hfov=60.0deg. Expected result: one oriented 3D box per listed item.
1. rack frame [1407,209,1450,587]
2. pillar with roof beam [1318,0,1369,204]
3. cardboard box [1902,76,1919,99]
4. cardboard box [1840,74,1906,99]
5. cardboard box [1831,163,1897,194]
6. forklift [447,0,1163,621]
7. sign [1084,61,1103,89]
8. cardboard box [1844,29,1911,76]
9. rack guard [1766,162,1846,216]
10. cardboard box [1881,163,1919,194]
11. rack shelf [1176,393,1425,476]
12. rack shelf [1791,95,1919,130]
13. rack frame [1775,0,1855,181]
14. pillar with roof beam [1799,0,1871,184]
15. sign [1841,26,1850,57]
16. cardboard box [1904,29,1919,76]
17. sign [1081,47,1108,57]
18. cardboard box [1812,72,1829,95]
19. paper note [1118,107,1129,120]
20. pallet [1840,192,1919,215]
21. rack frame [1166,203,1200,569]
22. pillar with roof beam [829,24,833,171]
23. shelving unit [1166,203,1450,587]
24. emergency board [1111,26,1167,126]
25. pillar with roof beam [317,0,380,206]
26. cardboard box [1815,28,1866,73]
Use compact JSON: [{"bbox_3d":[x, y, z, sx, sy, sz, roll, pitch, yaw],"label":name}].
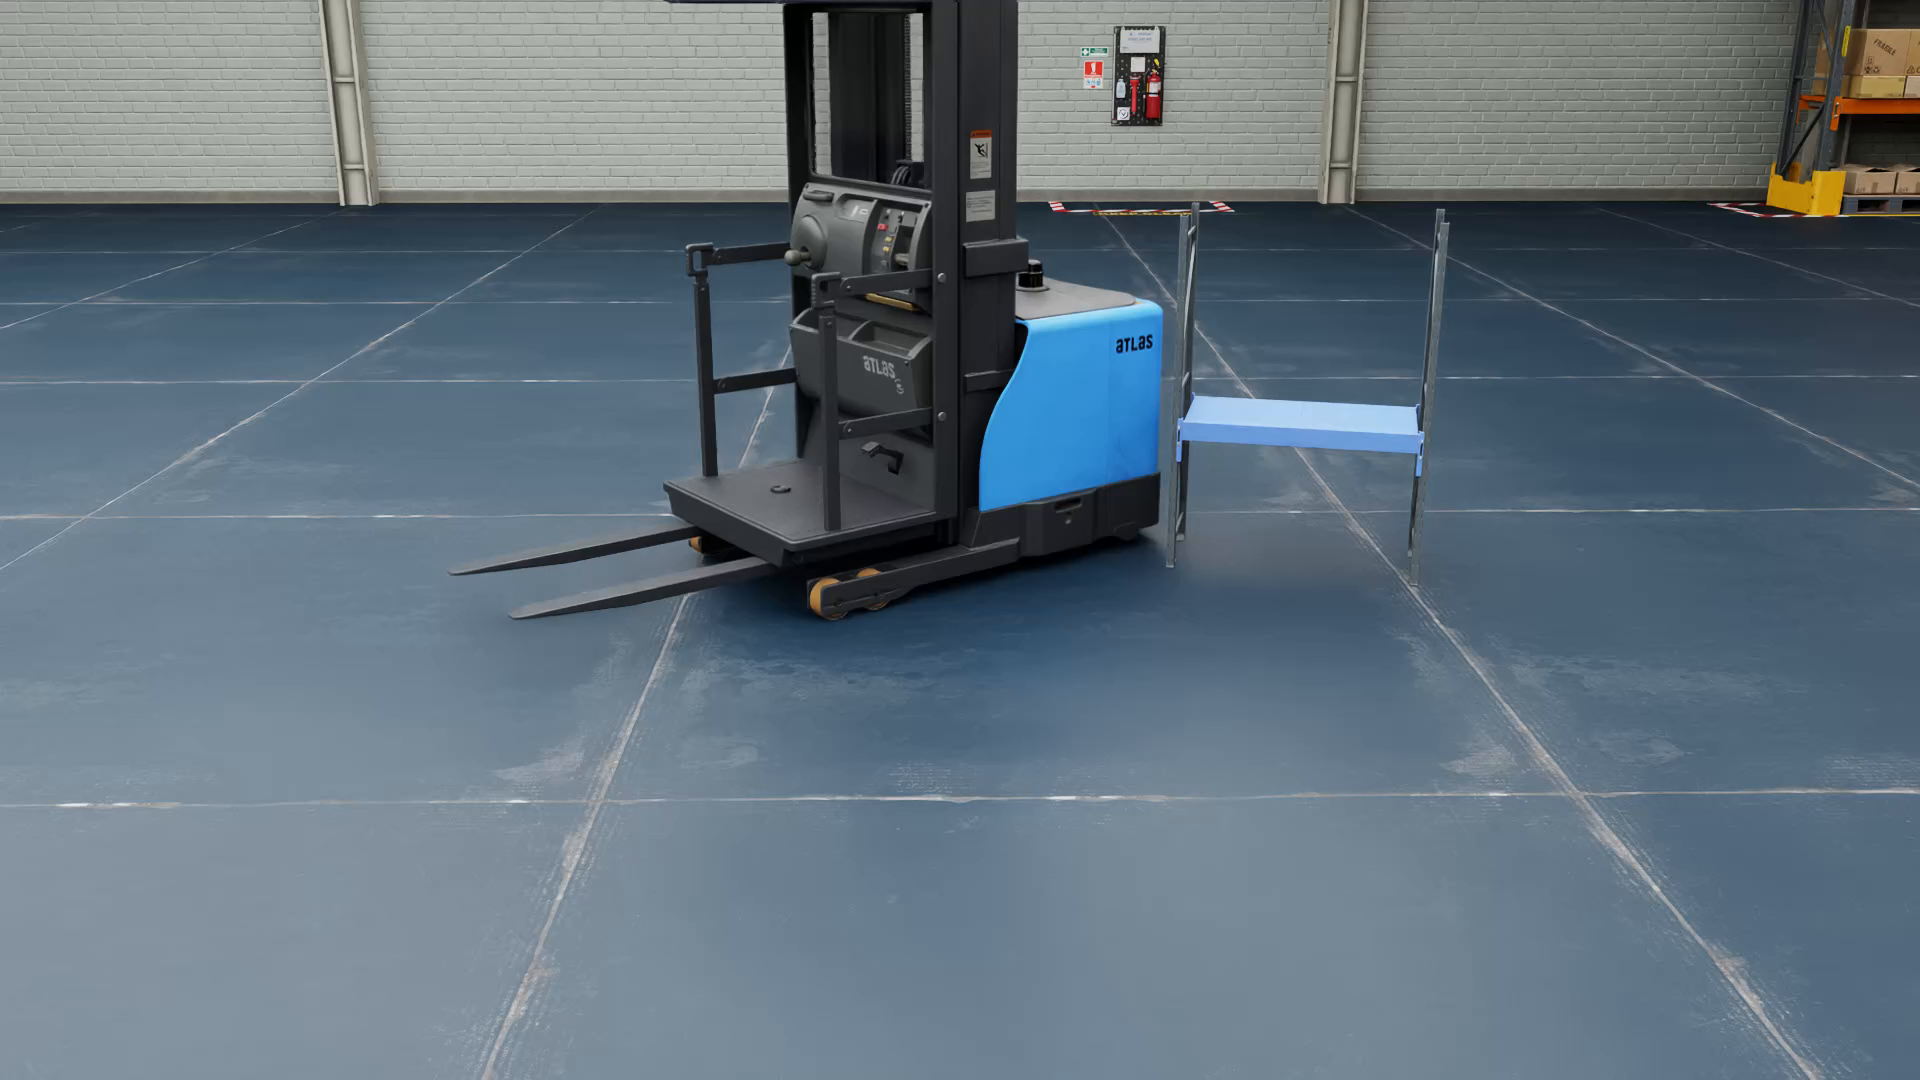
[{"bbox_3d":[1.951,-0.595,6.946,0.032,1.500,0.500,4,18,13],"label":"rack frame"},{"bbox_3d":[4.715,-7.147,15.095,0.400,9.000,9.100,0,18,-1],"label":"pillar with roof beam"},{"bbox_3d":[10.972,-5.217,19.113,0.500,0.250,0.500,-1,18,-3],"label":"cardboard box"},{"bbox_3d":[10.453,-5.210,19.091,0.500,0.250,0.500,-1,18,-2],"label":"cardboard box"},{"bbox_3d":[10.653,-4.272,19.634,0.500,0.311,0.500,-2,18,-7],"label":"cardboard box"},{"bbox_3d":[-0.581,-1.260,6.678,3.031,2.935,1.130,-13,22,-35],"label":"forklift"},{"bbox_3d":[1.621,-5.651,20.194,0.234,0.329,0.001,0,18,-1],"label":"sign"},{"bbox_3d":[10.442,-5.572,18.993,0.500,0.500,0.500,0,18,-1],"label":"cardboard box"},{"bbox_3d":[10.036,-4.177,19.749,0.348,0.500,1.175,0,18,-1],"label":"rack guard"},{"bbox_3d":[11.223,-4.274,19.643,0.500,0.311,0.500,1,18,4],"label":"cardboard box"},{"bbox_3d":[1.456,-0.459,7.113,1.000,0.185,0.538,4,18,13],"label":"rack shelf"},{"bbox_3d":[11.960,-5.034,19.506,4.000,0.370,1.077,0,18,-1],"label":"rack shelf"},{"bbox_3d":[9.960,-5.367,19.366,0.127,3.000,1.000,0,18,-1],"label":"rack frame"},{"bbox_3d":[10.714,-7.176,15.185,0.400,9.000,9.100,0,18,-1],"label":"pillar with roof beam"},{"bbox_3d":[9.969,-5.613,18.717,0.005,0.325,0.100,0,18,-1],"label":"sign"},{"bbox_3d":[10.936,-5.572,18.991,0.500,0.500,0.500,0,18,-1],"label":"cardboard box"},{"bbox_3d":[1.626,-5.900,20.104,0.331,0.109,0.001,0,18,-1],"label":"sign"},{"bbox_3d":[10.424,-5.366,19.578,0.500,0.250,0.500,0,18,0],"label":"cardboard box"},{"bbox_3d":[1.997,-5.206,20.307,0.142,0.148,0.016,0,18,-1],"label":"paper note"},{"bbox_3d":[10.849,-4.032,19.772,1.213,0.211,1.003,0,18,-1],"label":"pallet"},{"bbox_3d":[0.962,-0.666,7.170,0.032,1.500,0.500,4,18,13],"label":"rack frame"},{"bbox_3d":[-1.284,-7.118,15.005,0.400,9.000,9.100,0,18,-1],"label":"pillar with roof beam"},{"bbox_3d":[1.456,-0.631,7.058,1.048,1.500,0.538,4,18,13],"label":"shelving unit"},{"bbox_3d":[2.175,-5.605,20.109,0.643,1.169,0.194,0,18,-1],"label":"emergency board"},{"bbox_3d":[-7.284,-7.089,14.915,0.400,9.000,9.100,0,18,-1],"label":"pillar with roof beam"},{"bbox_3d":[10.428,-5.729,19.481,0.500,0.500,0.500,0,18,-1],"label":"cardboard box"}]
